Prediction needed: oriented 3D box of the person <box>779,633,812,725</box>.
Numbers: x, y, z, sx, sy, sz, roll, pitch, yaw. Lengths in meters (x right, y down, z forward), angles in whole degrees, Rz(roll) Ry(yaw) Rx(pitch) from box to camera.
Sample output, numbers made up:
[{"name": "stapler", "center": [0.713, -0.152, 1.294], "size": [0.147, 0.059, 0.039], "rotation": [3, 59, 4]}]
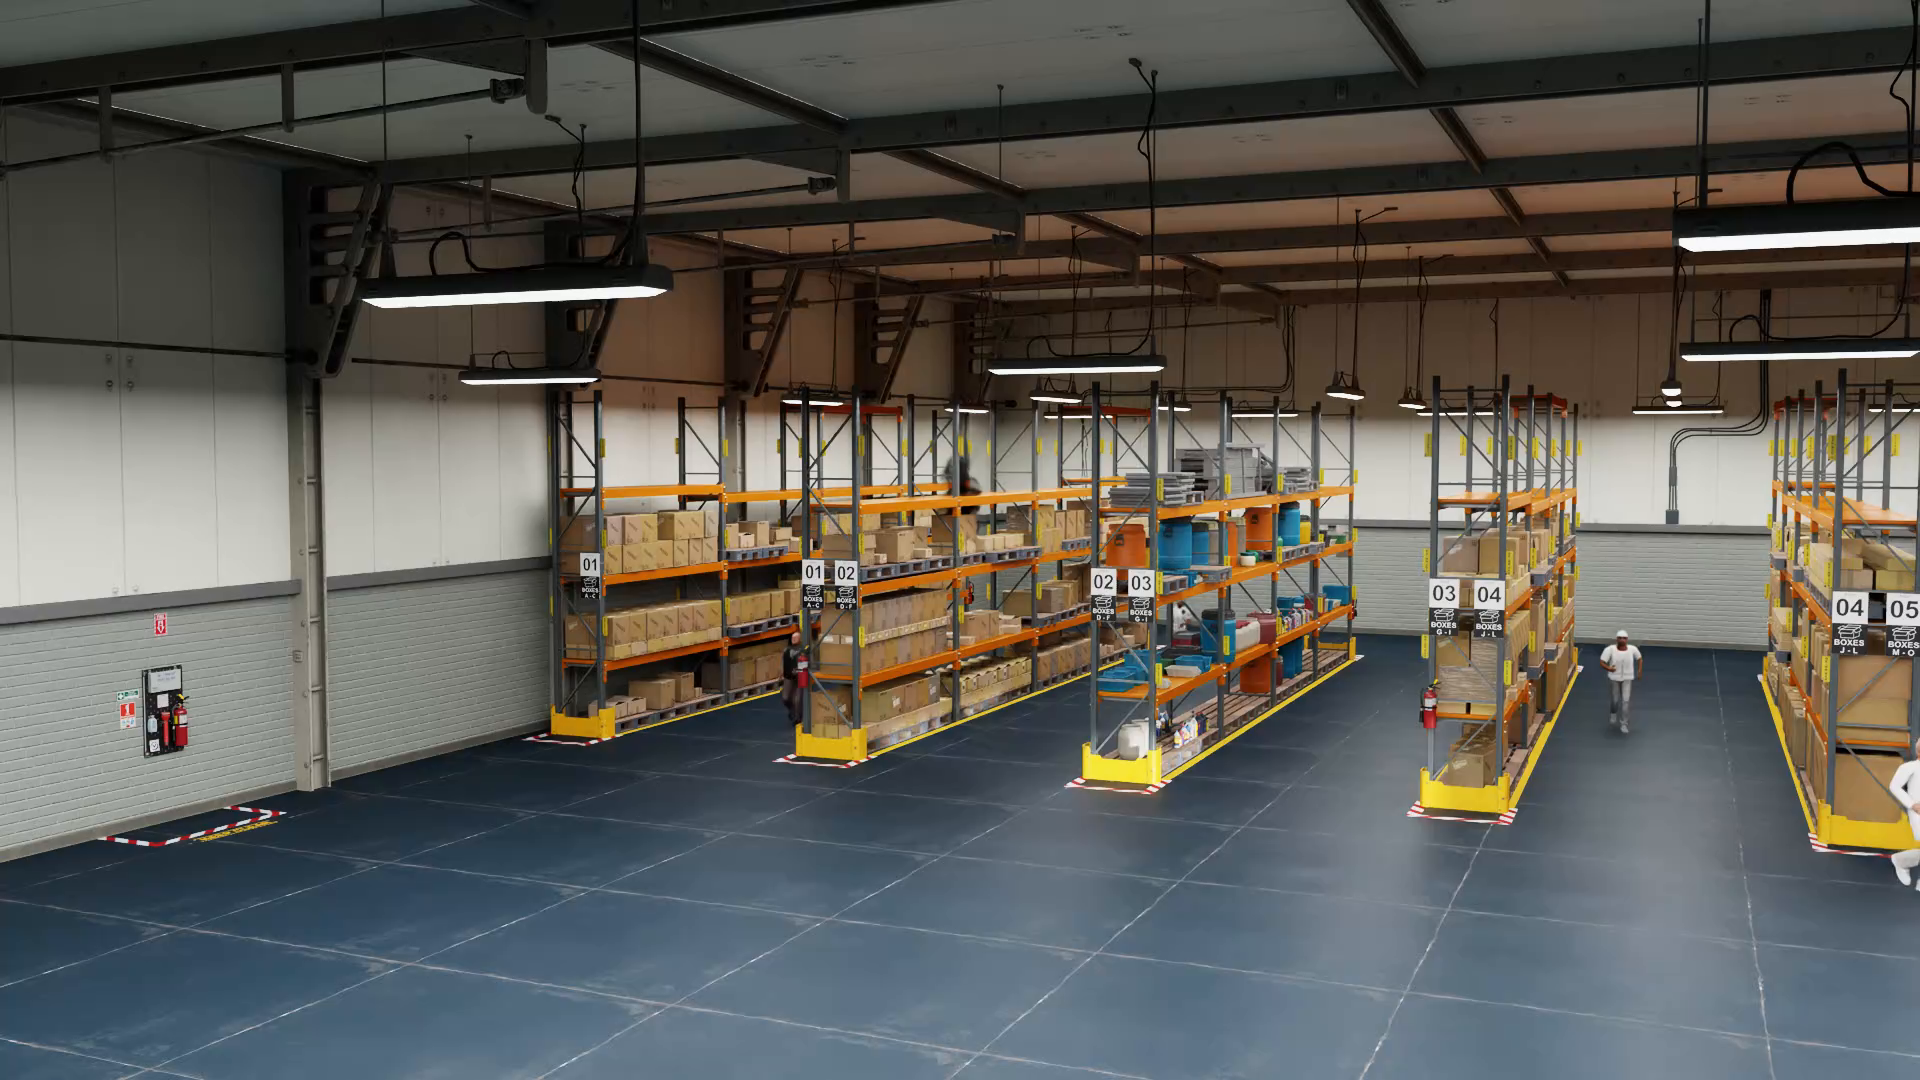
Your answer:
[{"name": "person", "center": [-2.984, 2.549, 29.904], "size": [0.657, 1.601, 0.575], "rotation": [1, 3, 15]}]

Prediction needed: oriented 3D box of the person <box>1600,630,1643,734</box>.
[{"name": "person", "center": [11.732, 2.484, 29.511], "size": [0.726, 1.784, 0.838], "rotation": [1, 3, 17]}]

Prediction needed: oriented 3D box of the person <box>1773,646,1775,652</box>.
[{"name": "person", "center": [18.252, 2.113, 36.958], "size": [0.550, 1.695, 0.732], "rotation": [3, 4, 43]}]

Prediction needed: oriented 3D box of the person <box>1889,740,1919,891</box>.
[{"name": "person", "center": [10.818, 3.113, 18.694], "size": [0.725, 1.748, 0.627], "rotation": [-1, 3, -19]}]

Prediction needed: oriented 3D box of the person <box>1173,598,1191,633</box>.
[{"name": "person", "center": [4.992, 2.065, 37.933], "size": [0.545, 1.651, 0.724], "rotation": [1, 3, 12]}]
